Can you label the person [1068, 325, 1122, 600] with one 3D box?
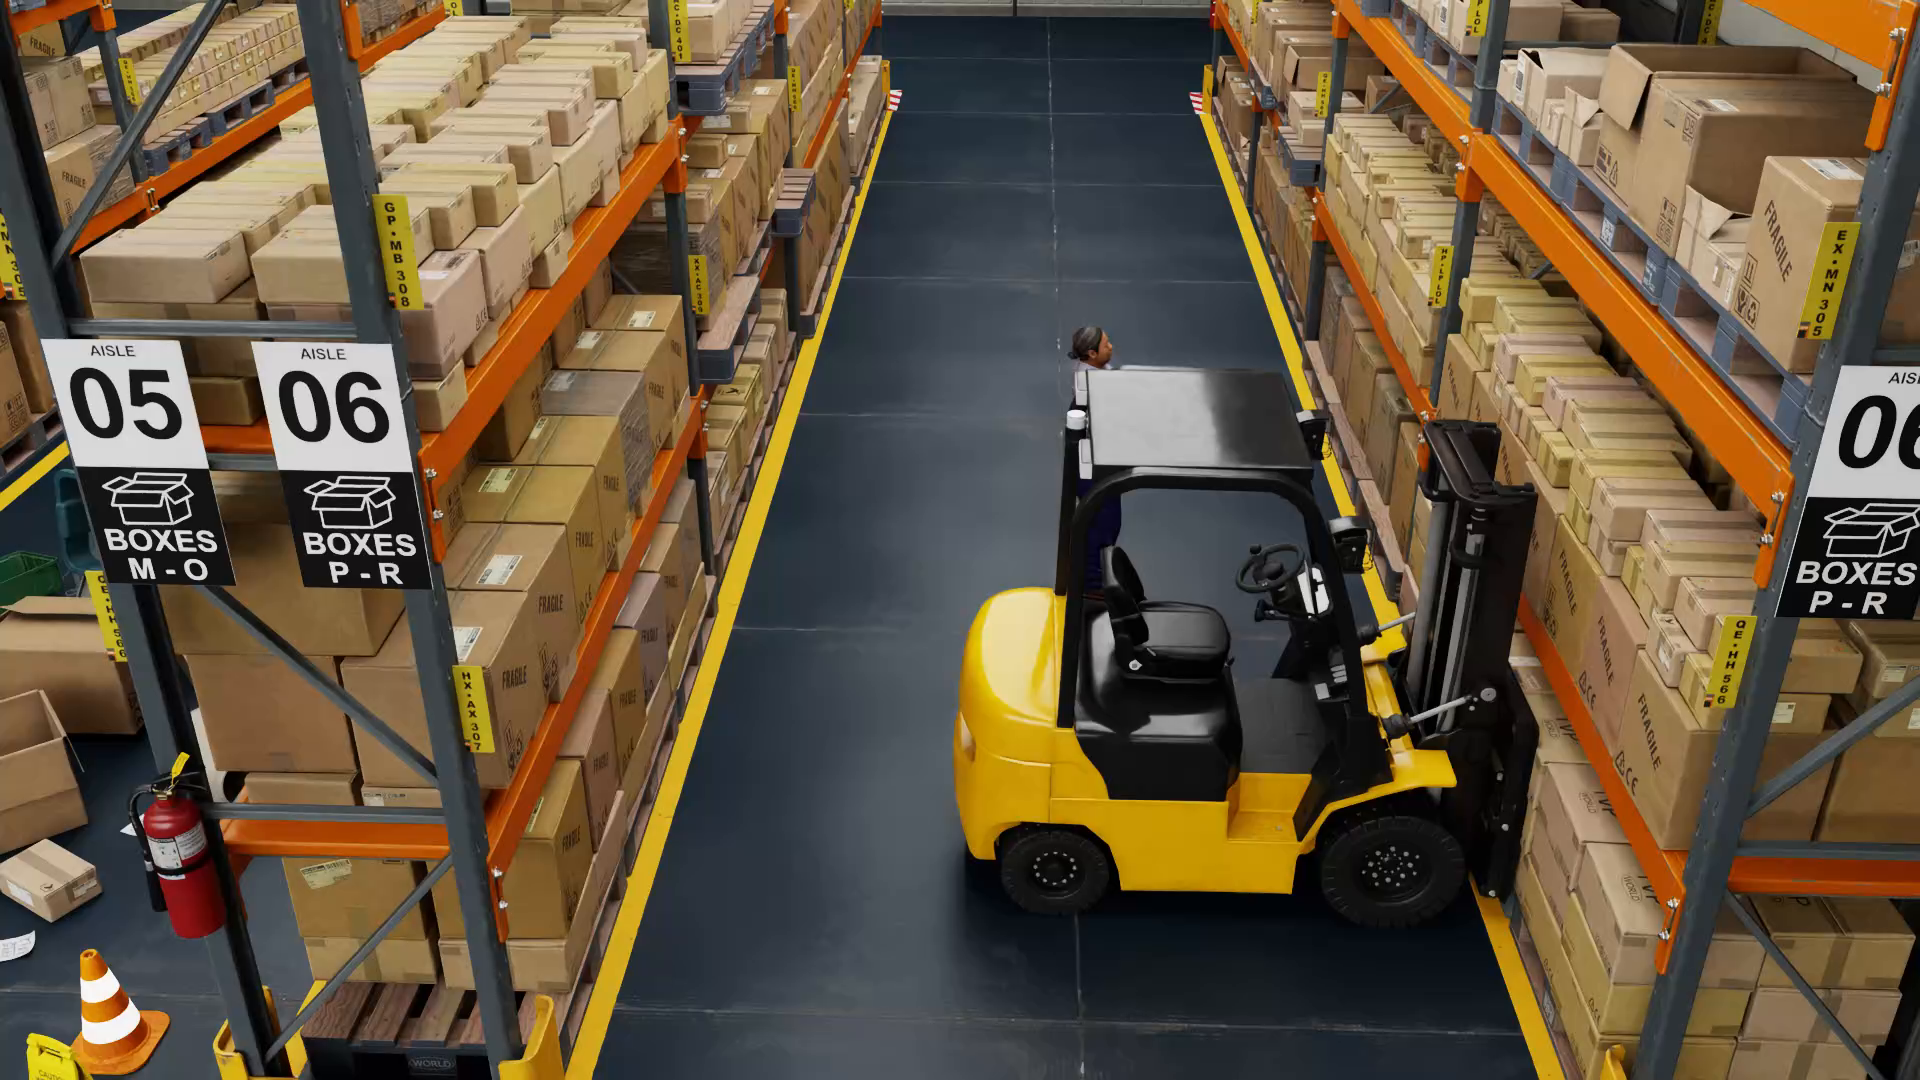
[{"bbox_3d":[0.853,-0.441,9.489,0.517,1.624,0.453,2,28,3],"label":"person"}]
